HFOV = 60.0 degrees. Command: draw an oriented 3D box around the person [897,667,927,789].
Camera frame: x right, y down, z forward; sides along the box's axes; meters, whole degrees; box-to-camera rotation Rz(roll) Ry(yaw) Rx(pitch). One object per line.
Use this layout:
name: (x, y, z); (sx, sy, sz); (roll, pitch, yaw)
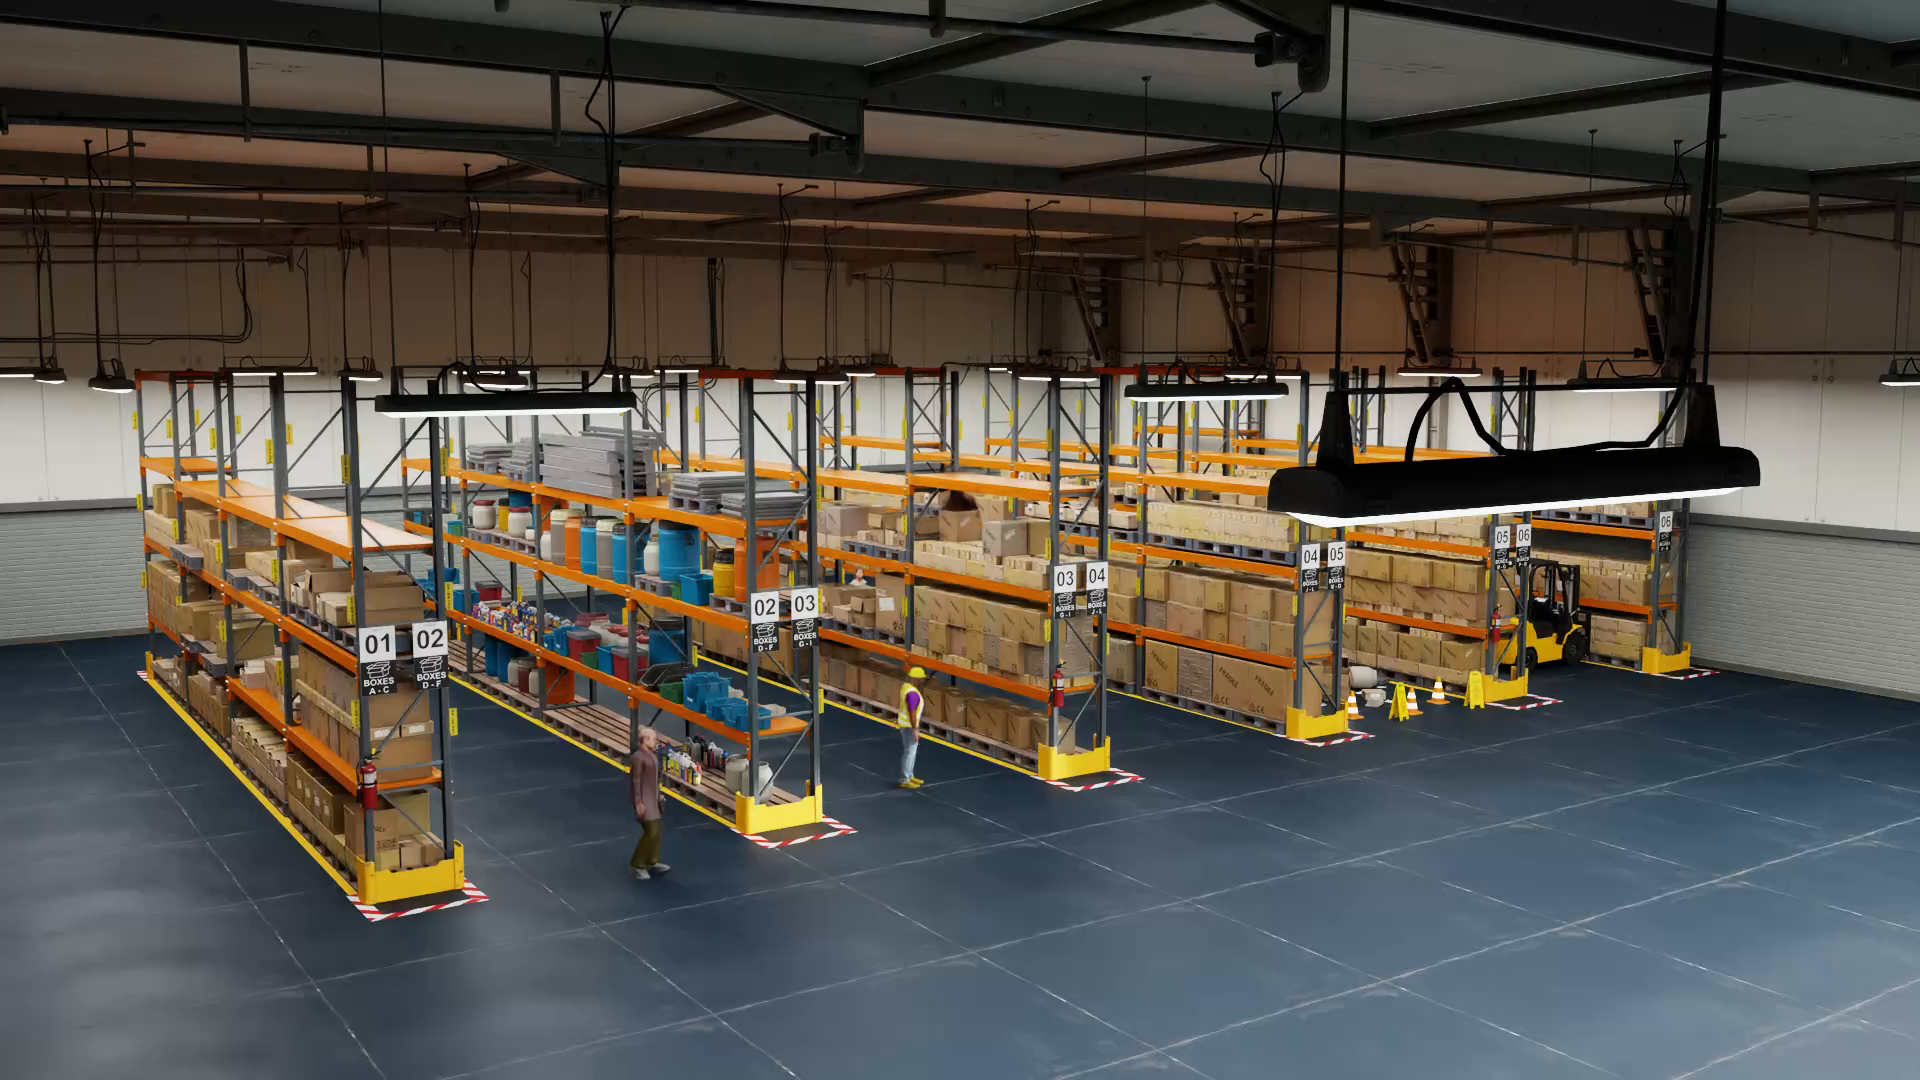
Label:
person: (-0.692, 2.725, 24.264); (0.449, 1.774, 0.616); (-1, 6, -6)

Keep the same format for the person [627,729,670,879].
person: (-3.787, 3.206, 20.282); (0.476, 1.834, 0.637); (0, 6, 4)

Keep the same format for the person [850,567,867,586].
person: (-2.184, 1.412, 36.452); (0.512, 1.626, 1.014); (-4, 7, -30)
